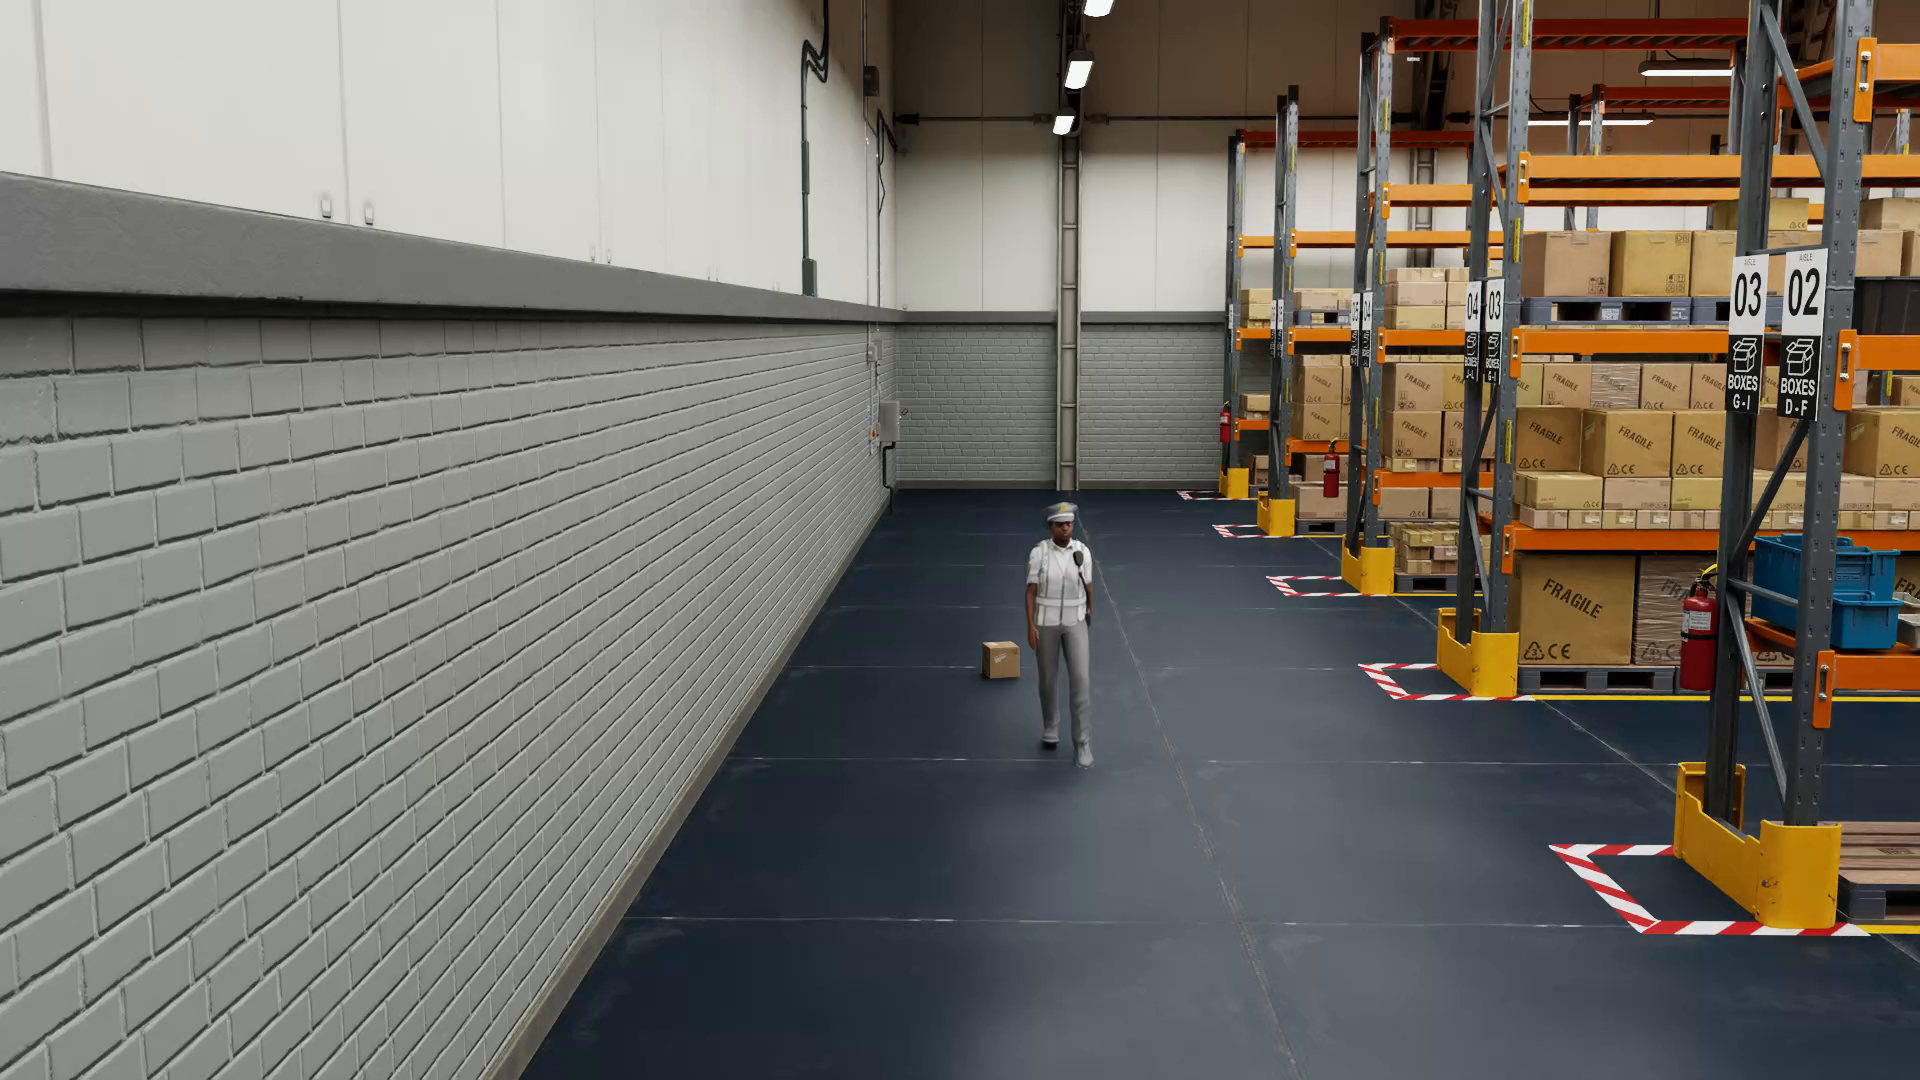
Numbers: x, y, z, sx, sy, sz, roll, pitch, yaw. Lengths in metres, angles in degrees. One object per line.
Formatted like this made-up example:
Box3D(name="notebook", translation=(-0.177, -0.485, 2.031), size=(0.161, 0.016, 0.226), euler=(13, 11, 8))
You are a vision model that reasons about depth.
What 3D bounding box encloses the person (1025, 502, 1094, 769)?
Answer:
Box3D(name="person", translation=(0.664, 0.598, 11.039), size=(0.464, 1.708, 0.781), euler=(0, 7, -2))
